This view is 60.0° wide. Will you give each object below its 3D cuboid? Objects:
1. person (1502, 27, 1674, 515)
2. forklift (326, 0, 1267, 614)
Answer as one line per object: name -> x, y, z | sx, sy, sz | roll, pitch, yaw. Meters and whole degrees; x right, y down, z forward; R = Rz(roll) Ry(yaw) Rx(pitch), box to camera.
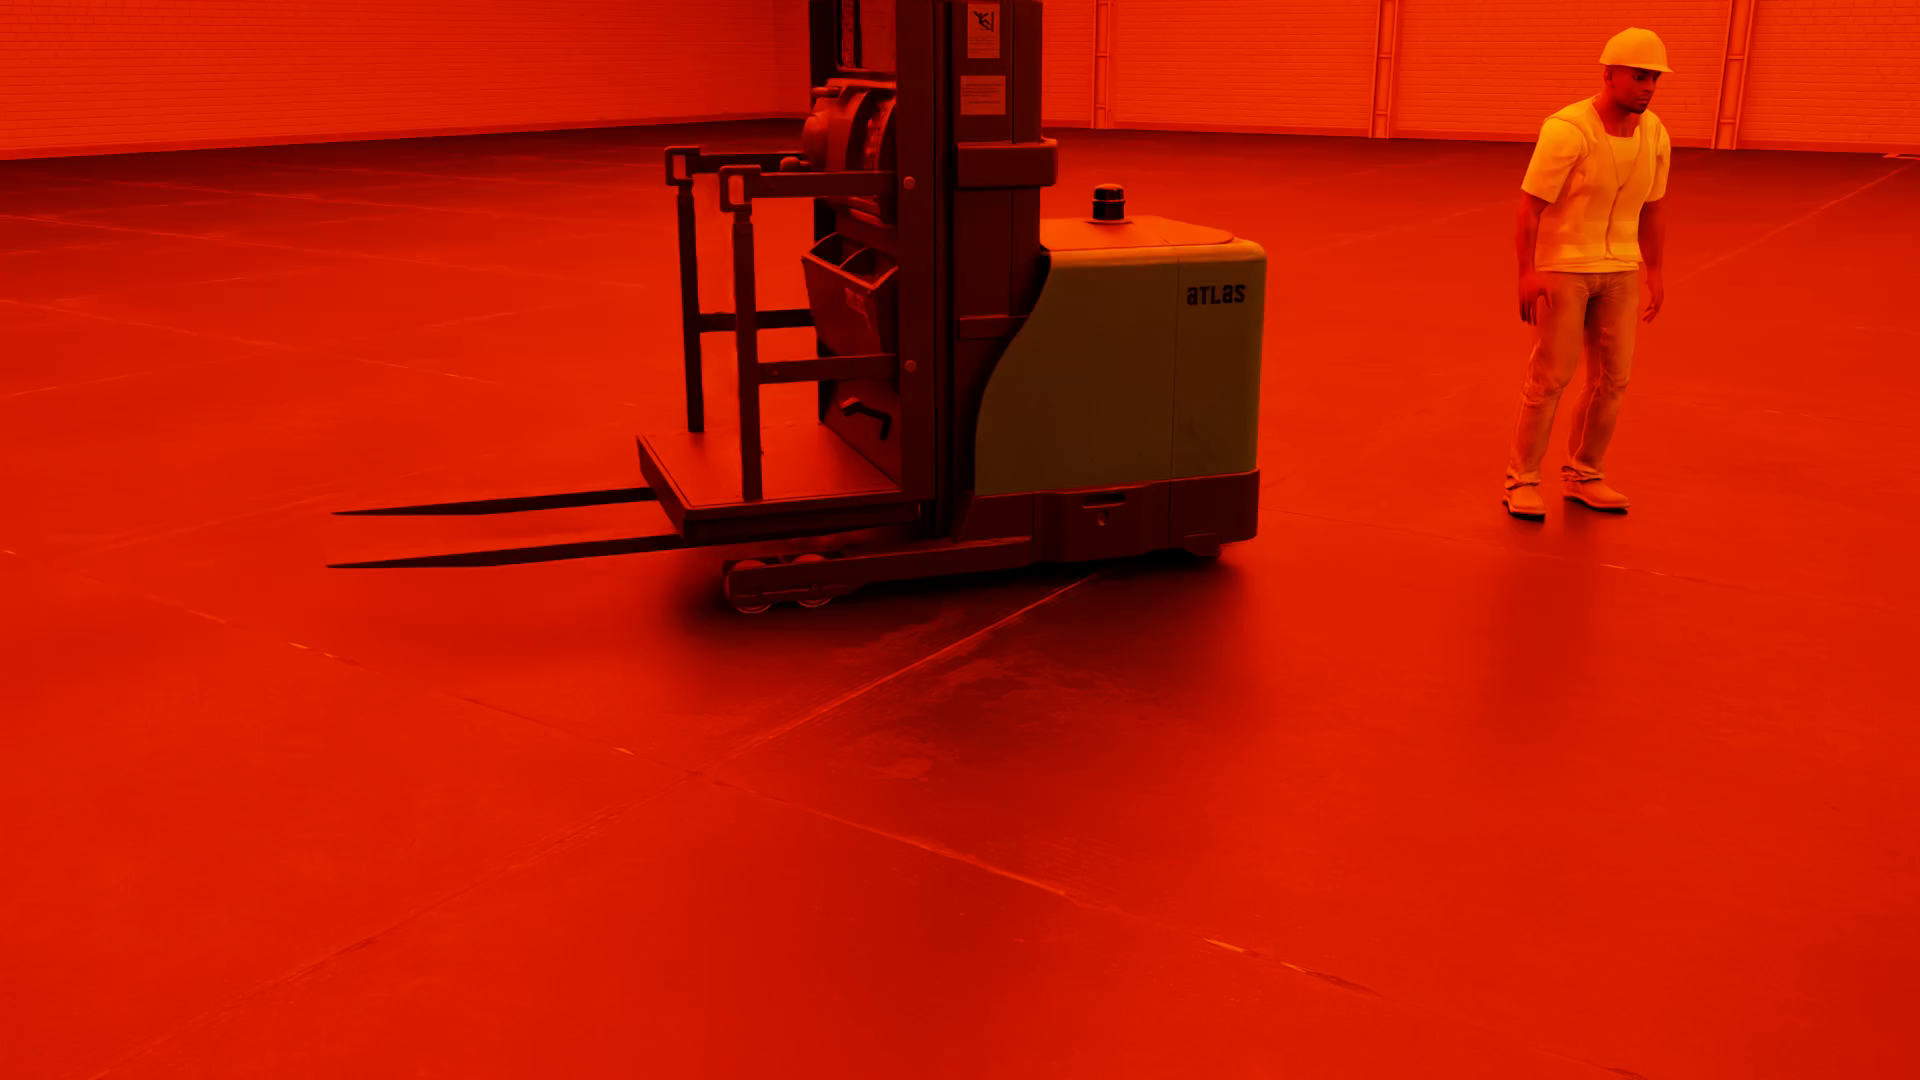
person -> 2.338, -0.977, 6.152 | 0.631, 1.759, 0.461 | -5, 17, -15
forklift -> -0.546, -1.343, 5.324 | 3.031, 2.935, 1.130 | -6, 18, -18
